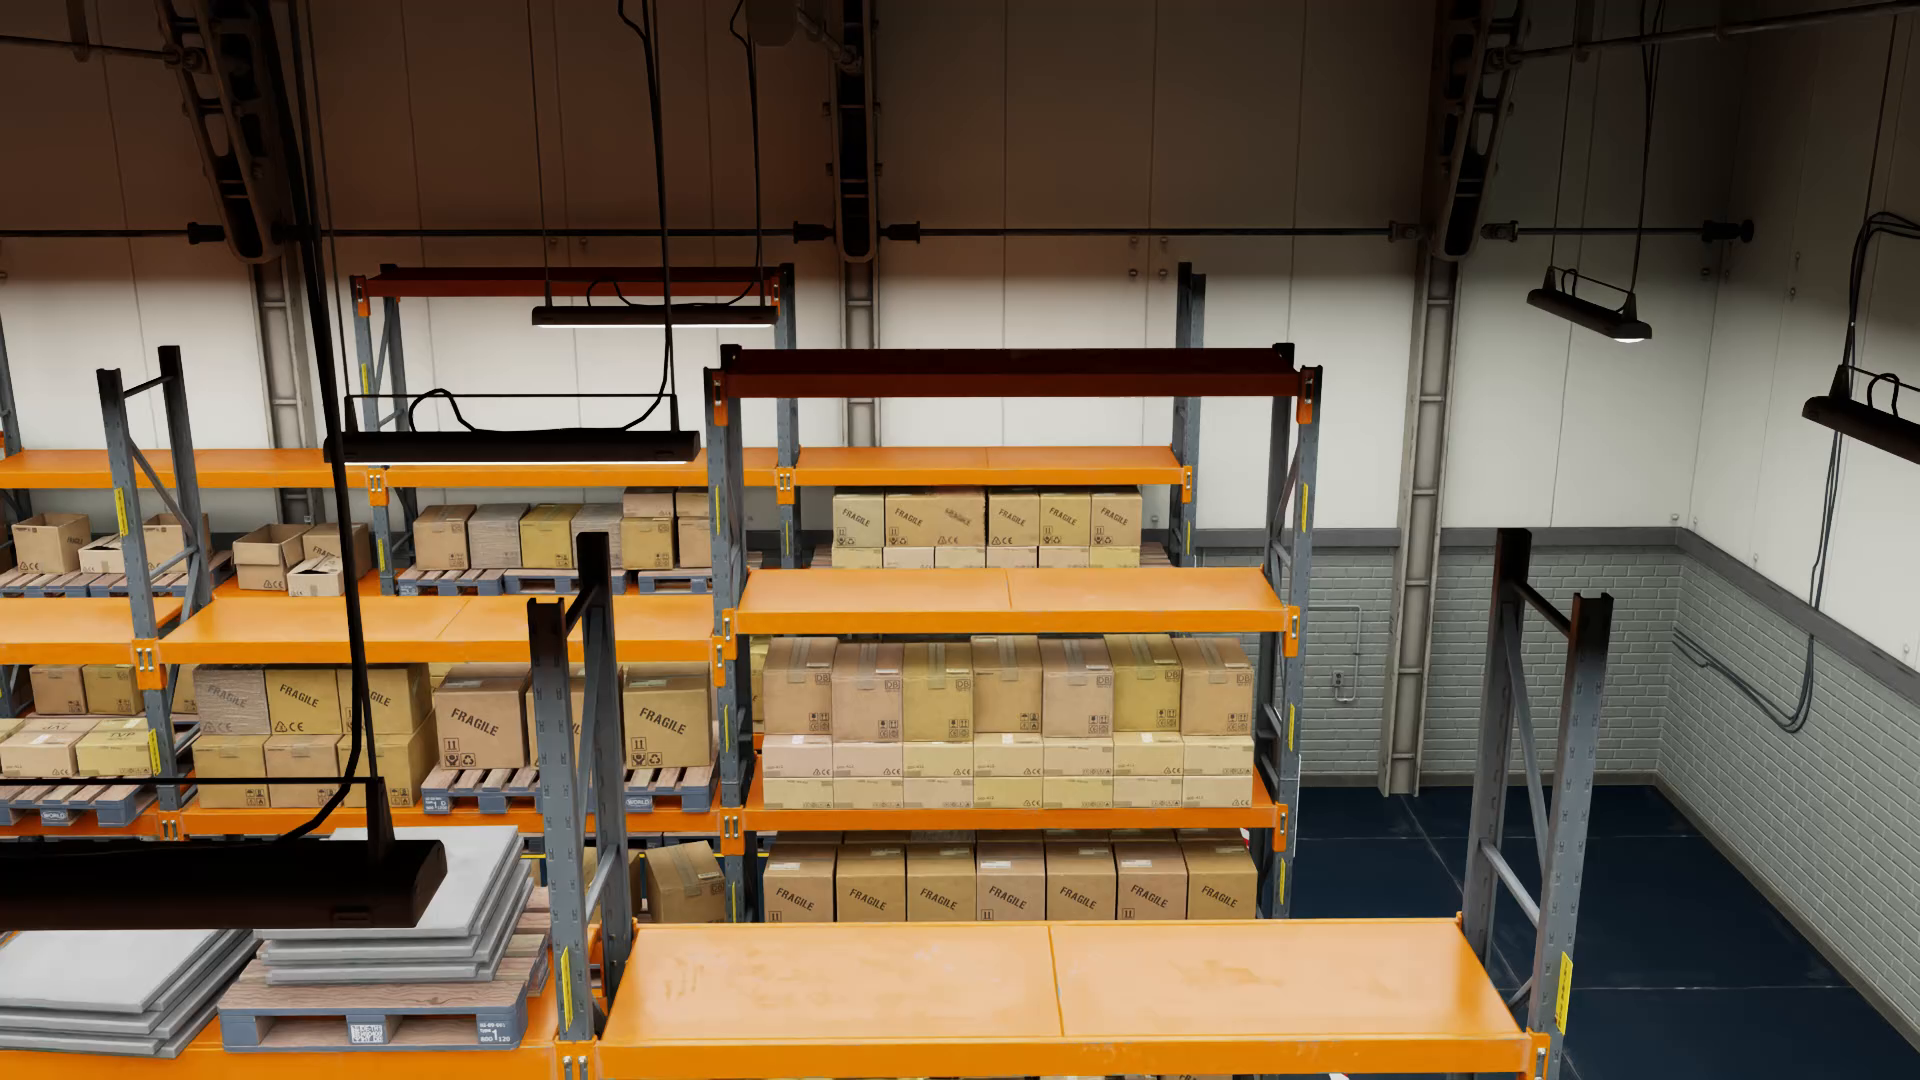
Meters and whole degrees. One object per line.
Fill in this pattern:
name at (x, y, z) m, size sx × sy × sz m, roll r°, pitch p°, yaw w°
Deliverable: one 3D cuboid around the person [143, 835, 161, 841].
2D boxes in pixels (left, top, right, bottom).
person at (-7.268, 3.019, 15.205) m, size 0.419 × 1.655 × 0.491 m, roll 3°, pitch 16°, yaw 11°
